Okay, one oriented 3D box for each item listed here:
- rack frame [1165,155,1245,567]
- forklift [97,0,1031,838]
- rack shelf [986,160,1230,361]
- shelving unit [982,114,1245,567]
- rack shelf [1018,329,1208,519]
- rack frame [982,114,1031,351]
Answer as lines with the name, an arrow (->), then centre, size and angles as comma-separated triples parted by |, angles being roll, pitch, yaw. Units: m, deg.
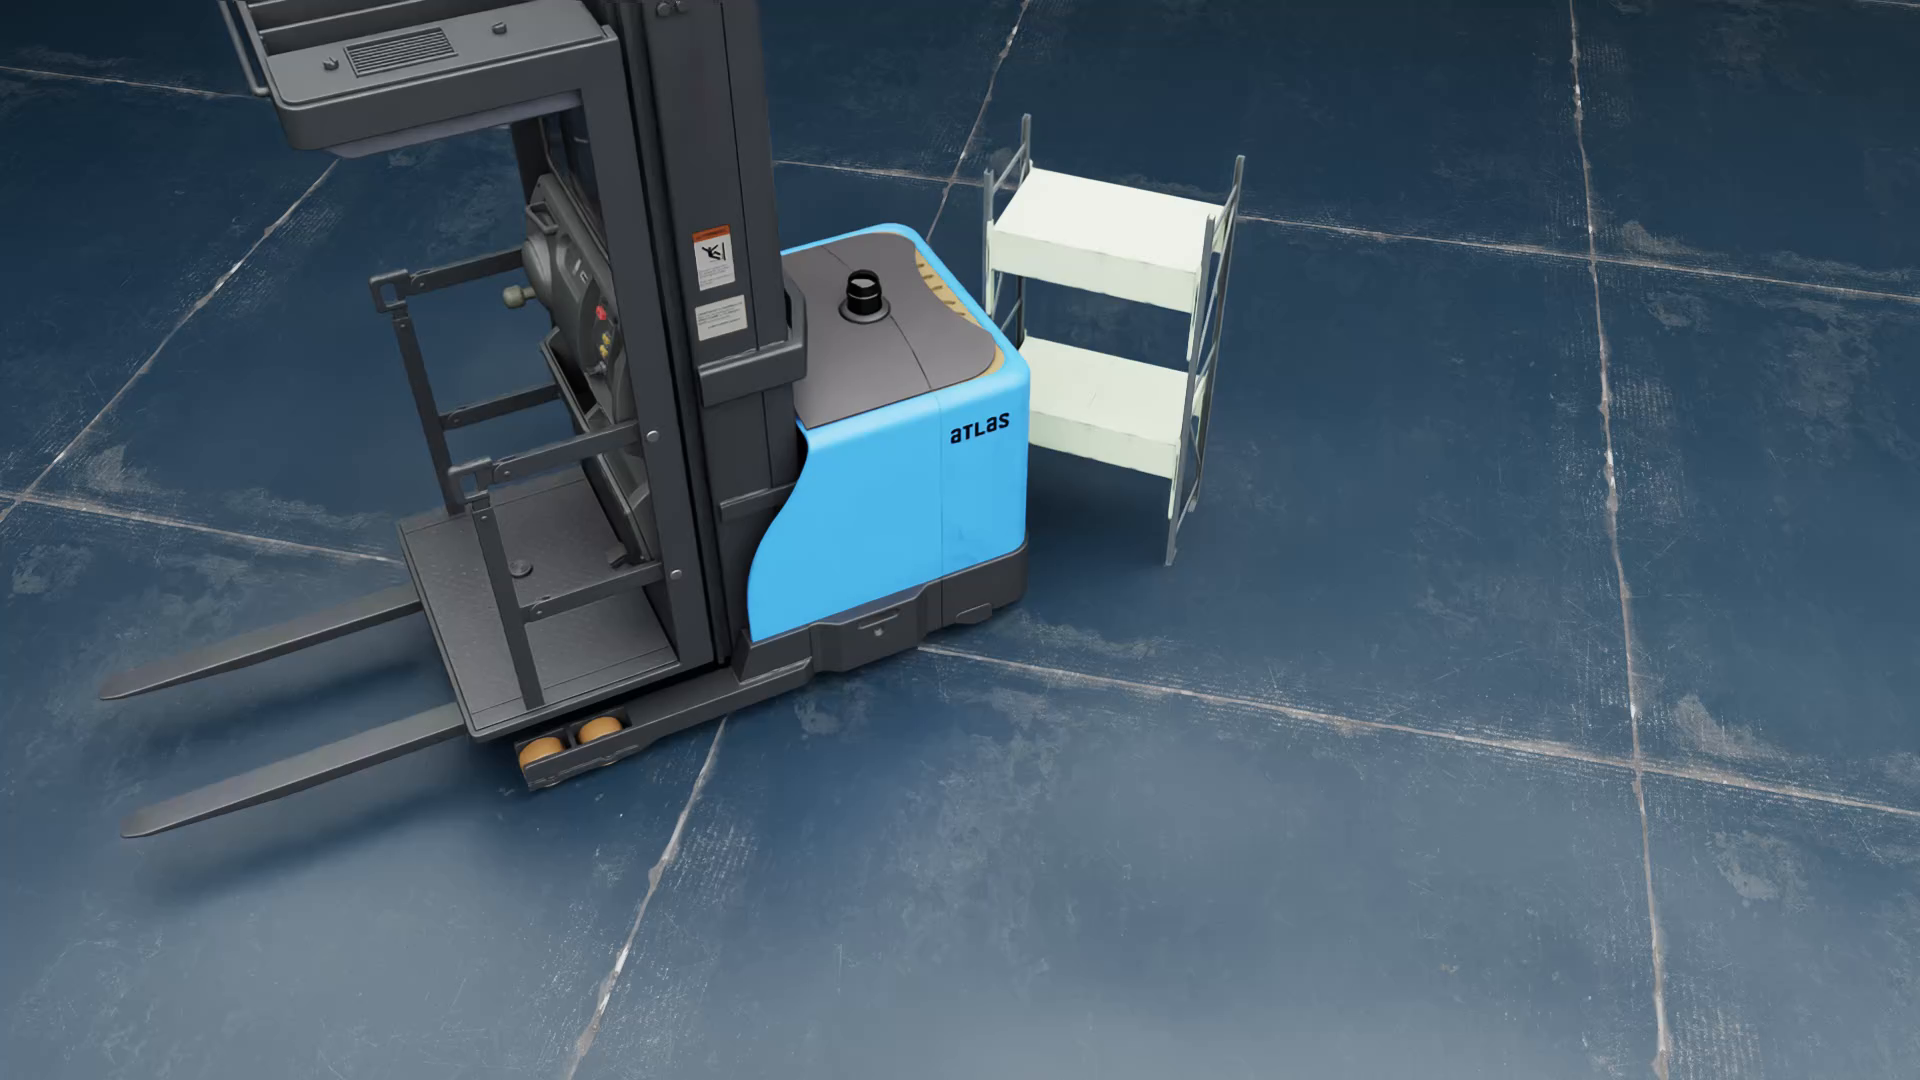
rack frame -> 0.840, -0.574, 5.765 | 0.023, 1.500, 0.400 | 15, 46, 15
forklift -> -1.312, -0.673, 4.836 | 3.031, 2.935, 1.130 | -19, 47, -19
rack shelf -> 0.498, -0.946, 5.589 | 0.720, 0.370, 0.431 | 15, 46, 15
shelving unit -> 0.498, -0.665, 5.860 | 0.755, 1.500, 0.431 | 15, 46, 15
rack shelf -> 0.498, -0.430, 6.086 | 0.720, 0.370, 0.431 | 15, 46, 15
rack frame -> 0.157, -0.756, 5.954 | 0.023, 1.500, 0.400 | 15, 46, 15
